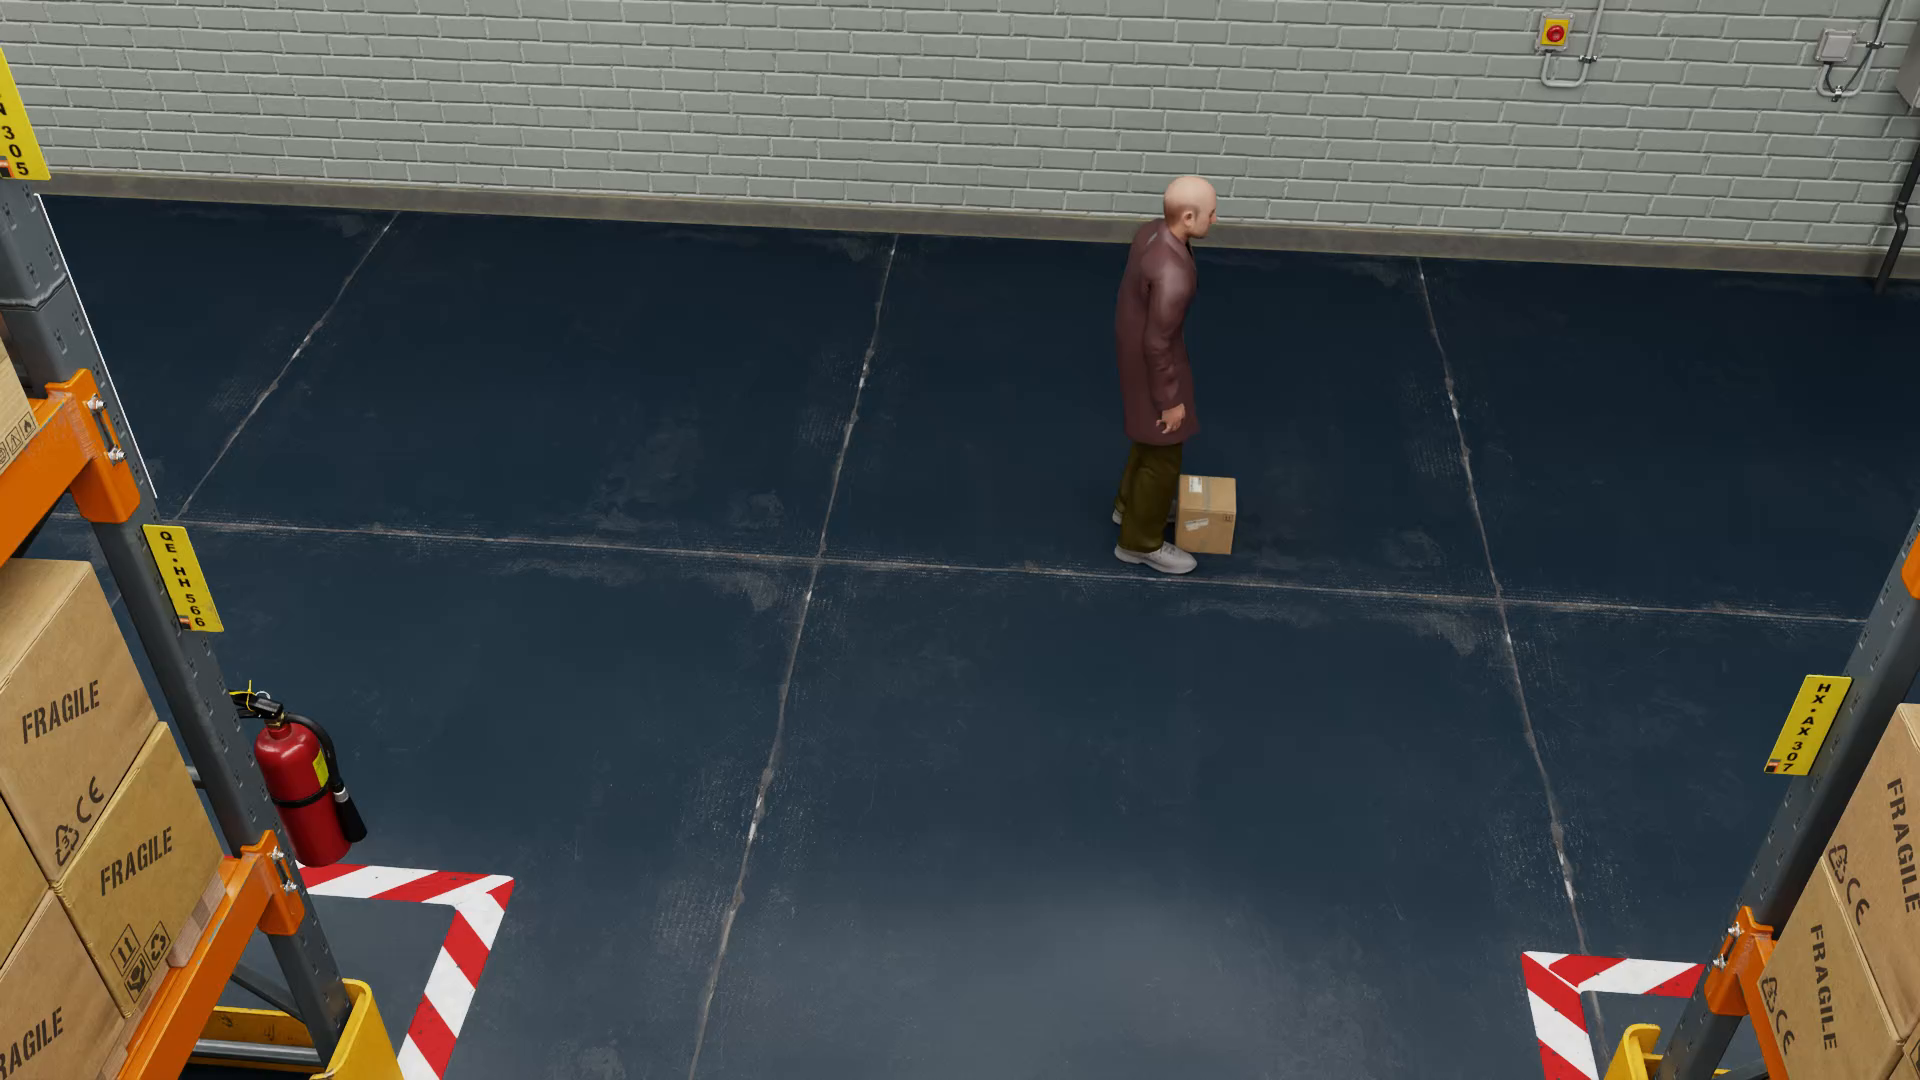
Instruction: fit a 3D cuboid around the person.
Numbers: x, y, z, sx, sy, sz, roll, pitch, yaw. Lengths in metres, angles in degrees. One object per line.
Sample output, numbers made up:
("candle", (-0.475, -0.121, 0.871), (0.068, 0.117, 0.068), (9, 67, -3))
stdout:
("person", (0.855, -0.714, 7.034), (0.429, 1.772, 0.644), (1, 40, 2))
